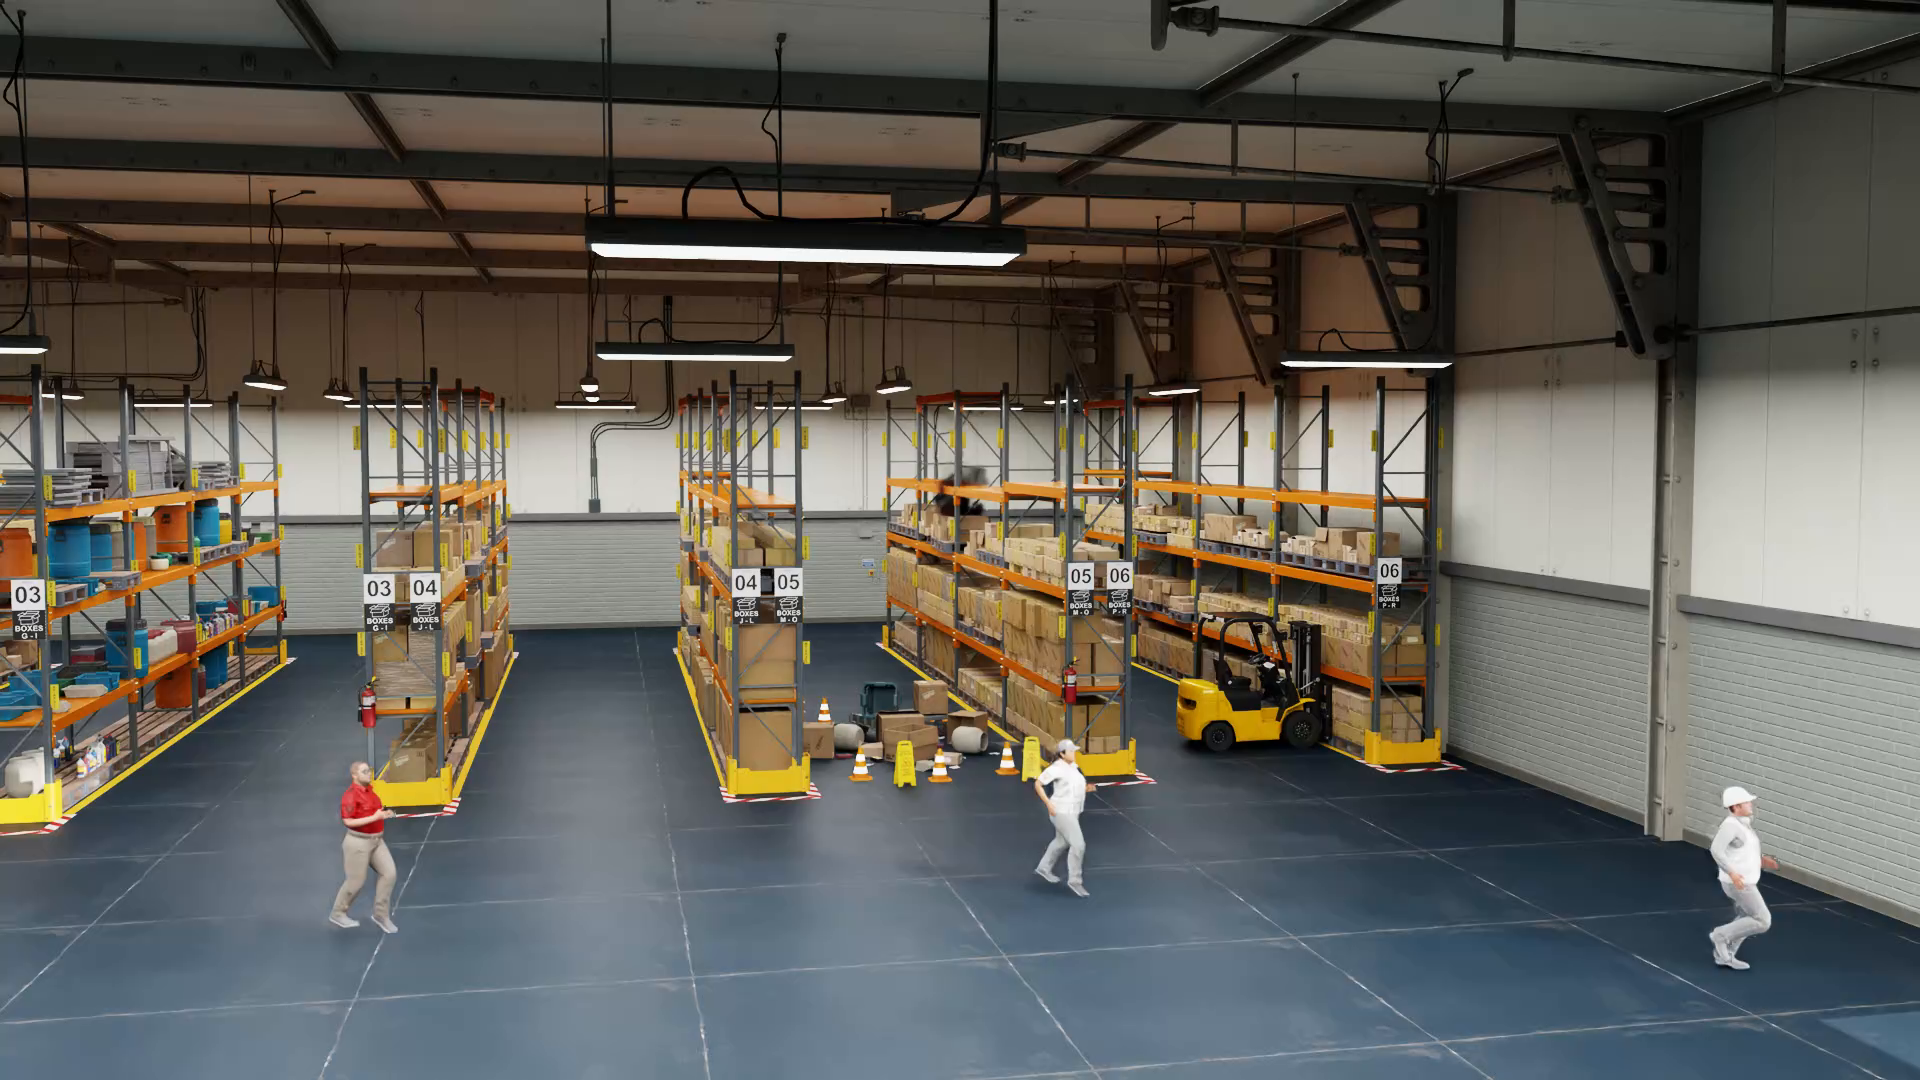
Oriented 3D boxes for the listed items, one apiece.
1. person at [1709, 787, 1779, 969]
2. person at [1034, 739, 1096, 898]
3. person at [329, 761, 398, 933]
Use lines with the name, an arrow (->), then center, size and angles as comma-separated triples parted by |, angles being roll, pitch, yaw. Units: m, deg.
person -> 7.411, 3.202, 15.703 | 0.566, 1.732, 0.650 | 2, 4, 31
person -> 1.165, 3.074, 18.480 | 0.748, 1.729, 0.579 | 2, 4, 27
person -> -6.055, 3.141, 16.904 | 0.748, 1.797, 0.640 | 1, 4, 14
